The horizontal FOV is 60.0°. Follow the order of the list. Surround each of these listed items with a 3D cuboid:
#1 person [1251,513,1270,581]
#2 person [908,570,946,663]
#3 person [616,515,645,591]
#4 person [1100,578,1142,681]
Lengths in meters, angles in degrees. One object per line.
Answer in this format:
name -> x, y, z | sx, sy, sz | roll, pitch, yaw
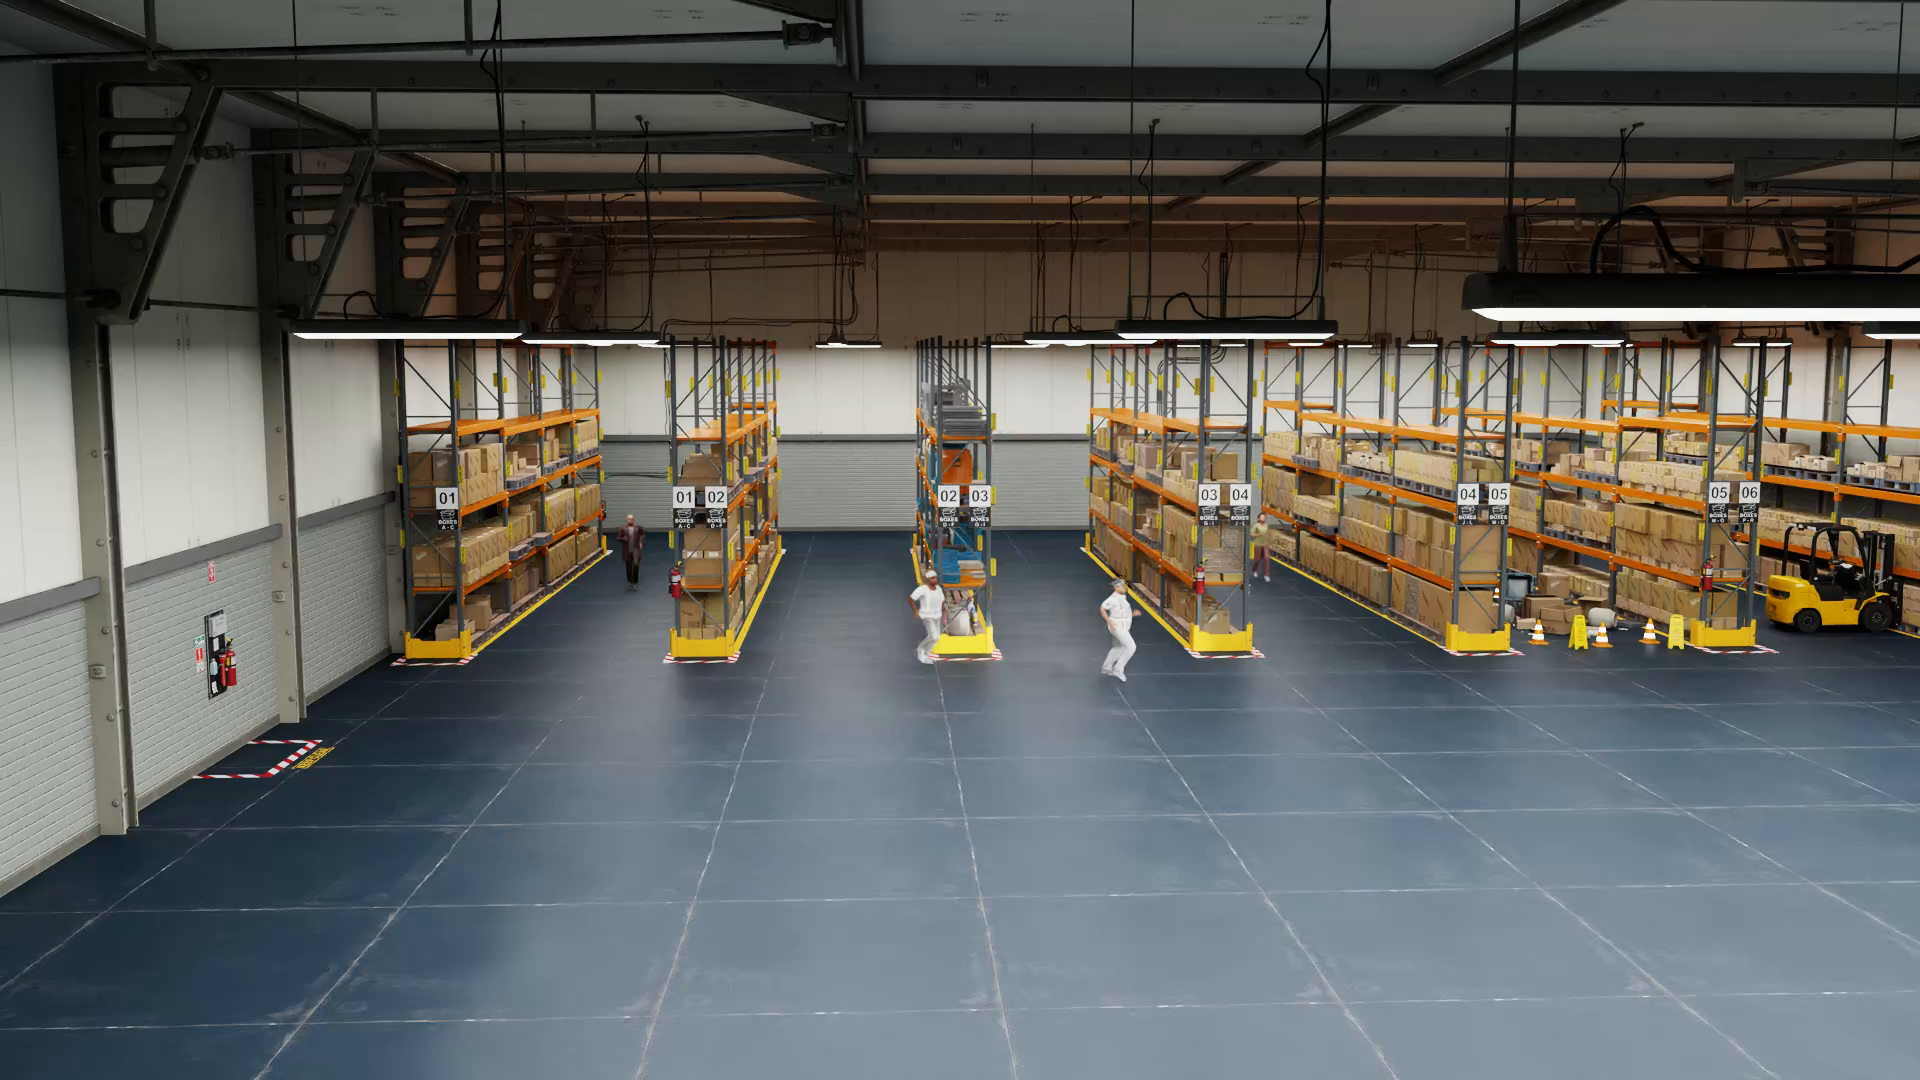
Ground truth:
person -> 7.509, 0.154, 41.419 | 0.574, 1.657, 0.941 | -1, 7, -10
person -> -0.515, 1.414, 30.394 | 0.690, 1.718, 0.576 | -5, 8, -39
person -> -7.908, 0.307, 40.008 | 0.688, 1.834, 0.785 | -1, 7, -11
person -> 2.811, 1.560, 29.027 | 0.717, 1.814, 0.633 | 2, 7, 18
